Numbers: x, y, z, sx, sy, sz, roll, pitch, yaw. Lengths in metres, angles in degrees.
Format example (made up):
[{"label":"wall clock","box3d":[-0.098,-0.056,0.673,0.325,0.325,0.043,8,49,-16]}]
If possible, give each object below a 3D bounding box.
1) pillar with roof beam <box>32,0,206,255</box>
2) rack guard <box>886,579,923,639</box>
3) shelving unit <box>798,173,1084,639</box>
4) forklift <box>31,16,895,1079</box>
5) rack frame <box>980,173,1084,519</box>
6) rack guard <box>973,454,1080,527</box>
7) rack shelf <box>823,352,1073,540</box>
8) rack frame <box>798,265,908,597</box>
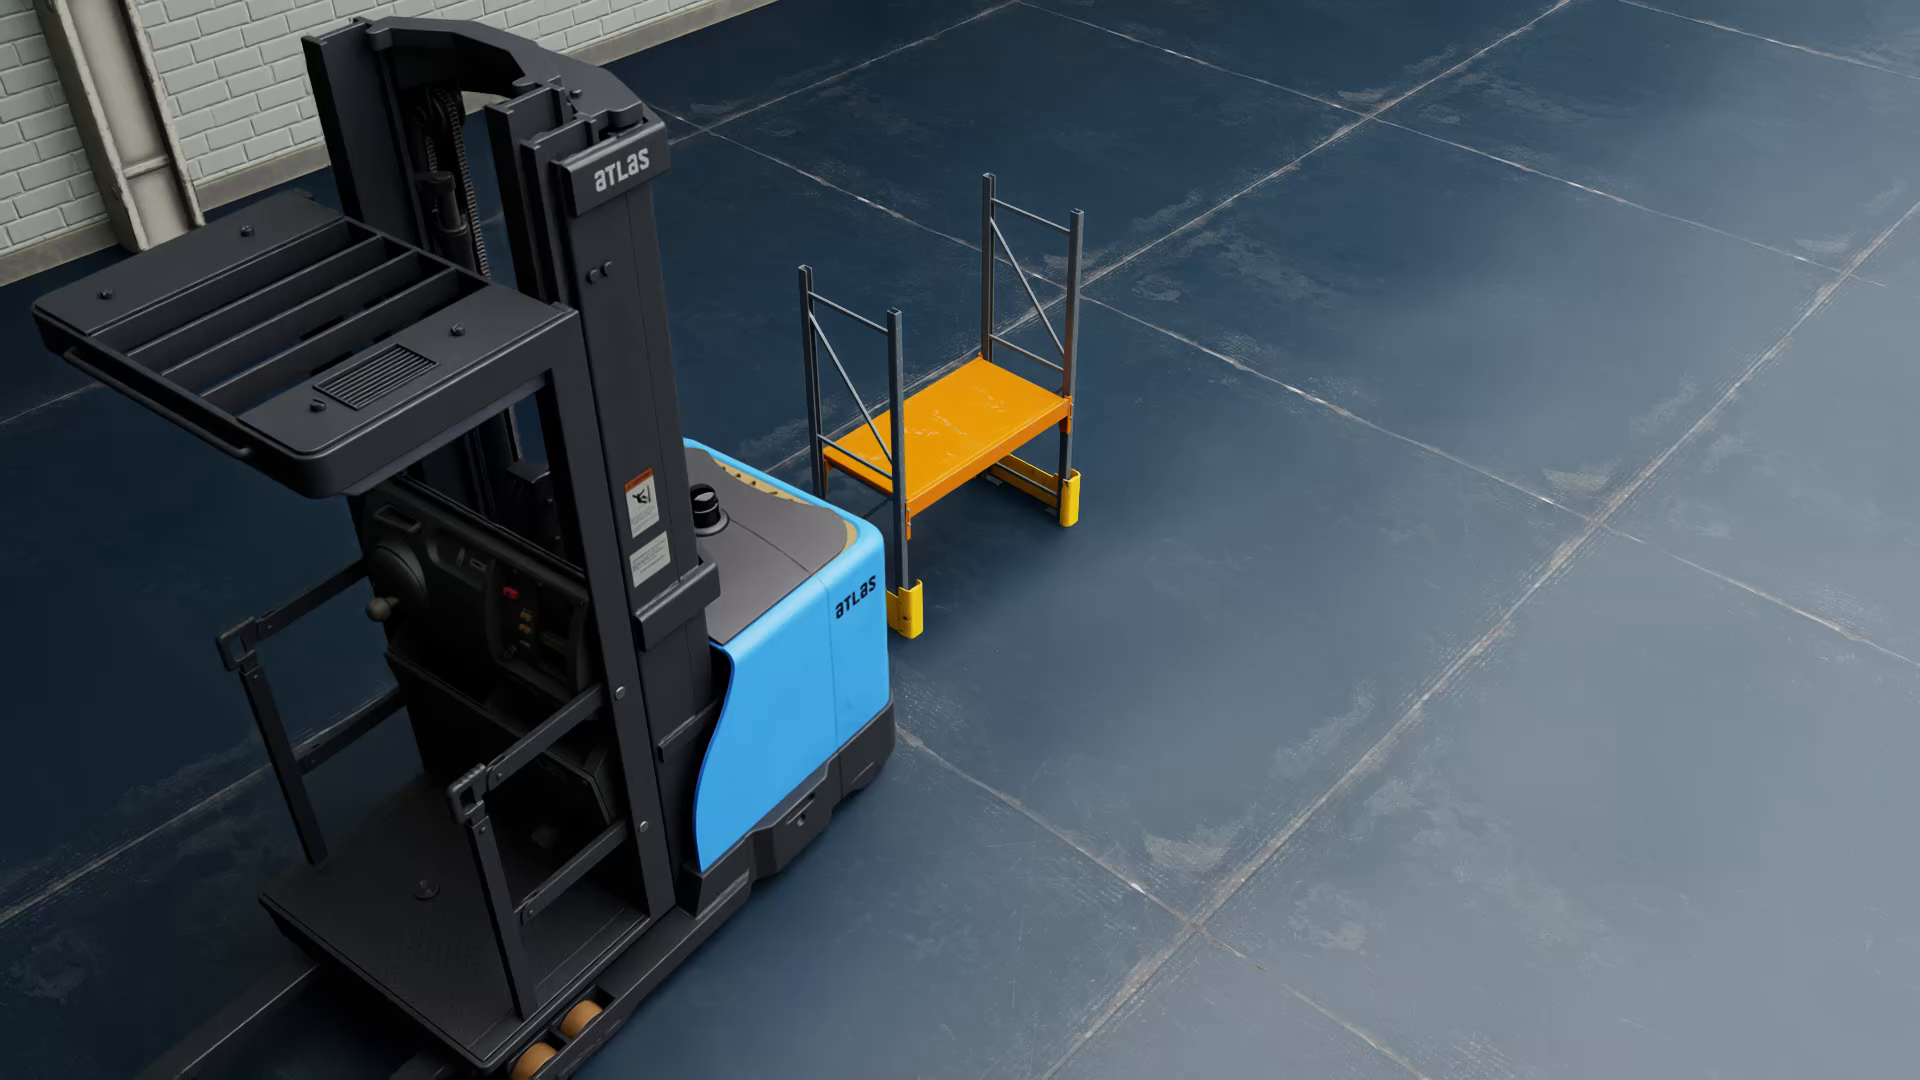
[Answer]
[{"label":"pillar with roof beam","box3d":[-1.328,-3.426,4.328,9.100,9.000,0.400,30,47,32]},{"label":"rack guard","box3d":[-0.387,0.166,6.840,0.587,0.250,0.087,30,47,32]},{"label":"shelving unit","box3d":[-0.051,-0.552,6.739,0.587,1.500,1.083,30,47,32]},{"label":"forklift","box3d":[-1.519,0.215,4.625,1.130,2.935,3.031,25,45,28]},{"label":"rack frame","box3d":[0.285,-0.781,7.028,0.500,1.500,0.032,30,47,32]},{"label":"rack guard","box3d":[0.285,-0.292,7.416,0.587,0.250,0.087,30,47,32]},{"label":"rack shelf","box3d":[-0.058,-0.407,6.846,0.538,0.185,1.000,30,47,32]},{"label":"rack frame","box3d":[-0.401,-0.314,6.440,0.500,1.500,0.032,30,47,32]}]
